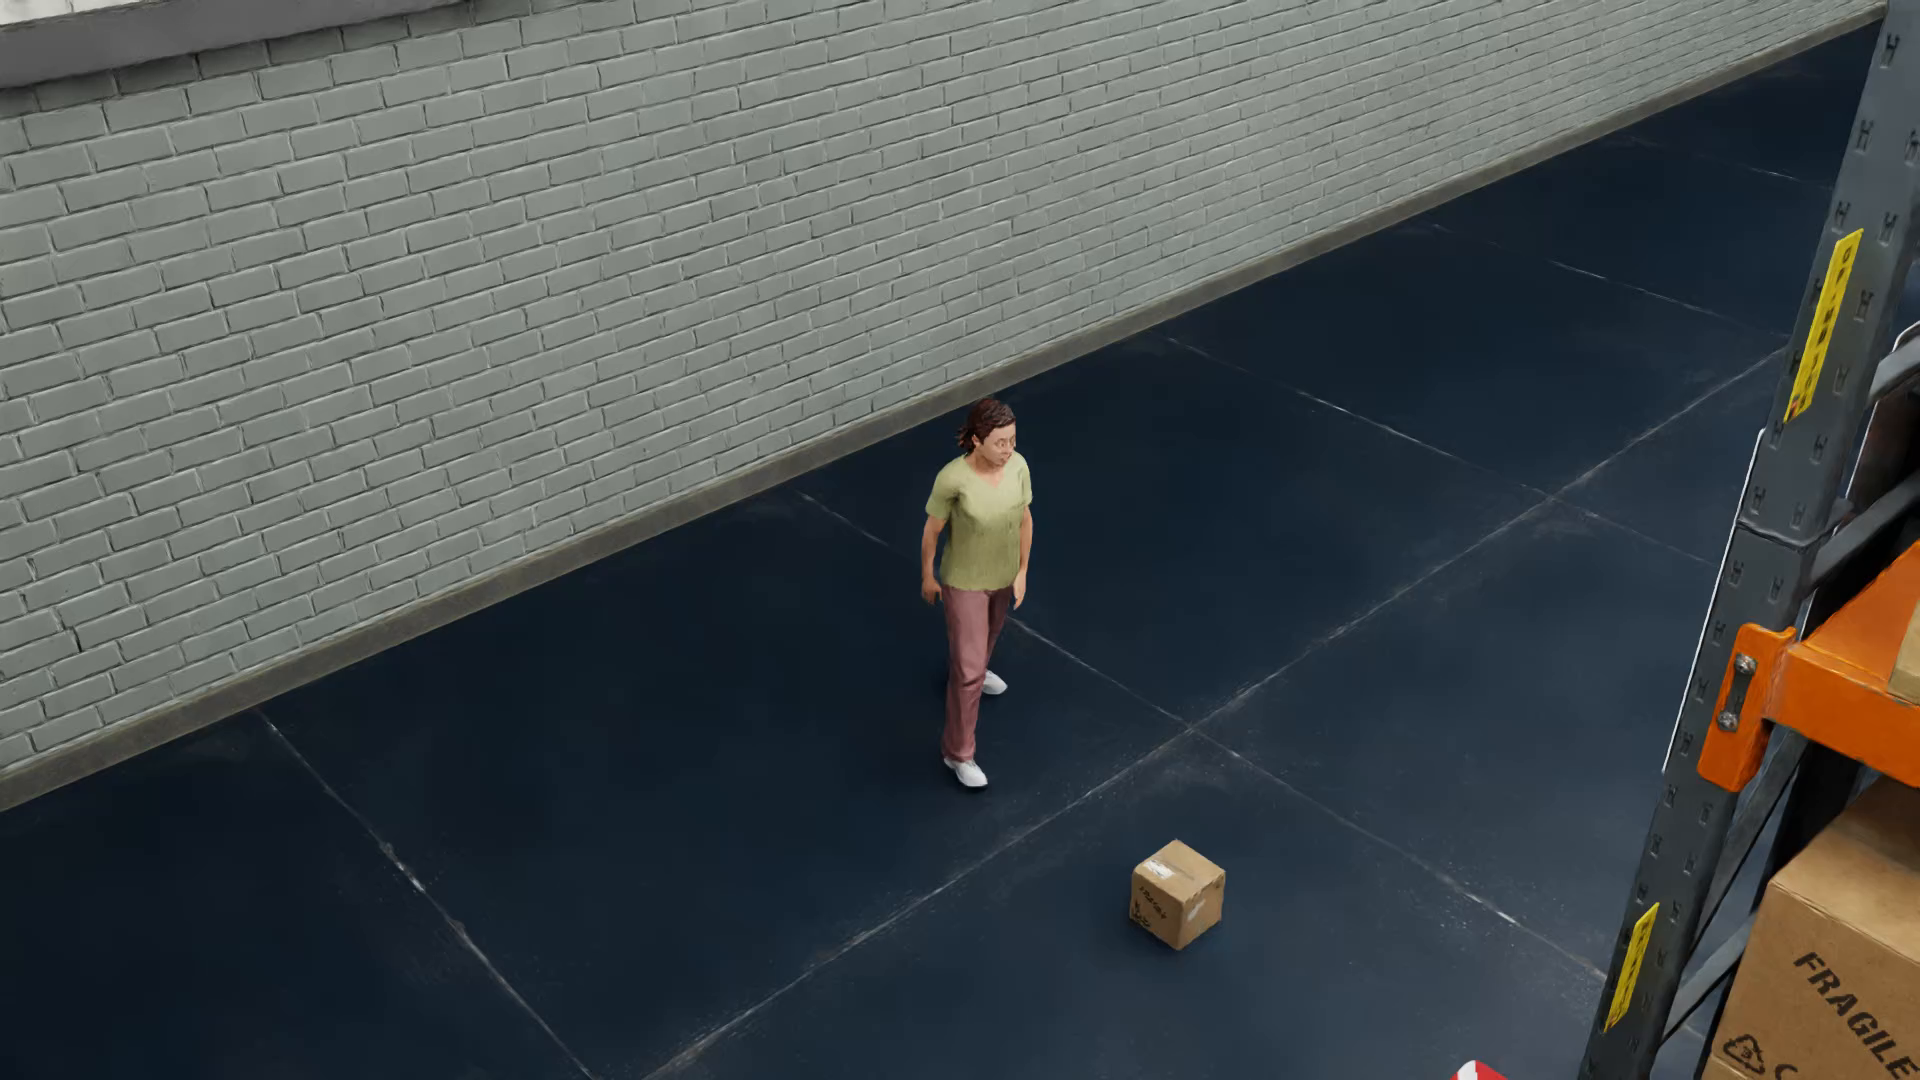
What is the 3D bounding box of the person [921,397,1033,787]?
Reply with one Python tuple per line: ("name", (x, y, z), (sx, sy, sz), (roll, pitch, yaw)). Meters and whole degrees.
("person", (0.065, 0.143, 6.931), (0.534, 1.632, 0.788), (-19, 37, -28))
